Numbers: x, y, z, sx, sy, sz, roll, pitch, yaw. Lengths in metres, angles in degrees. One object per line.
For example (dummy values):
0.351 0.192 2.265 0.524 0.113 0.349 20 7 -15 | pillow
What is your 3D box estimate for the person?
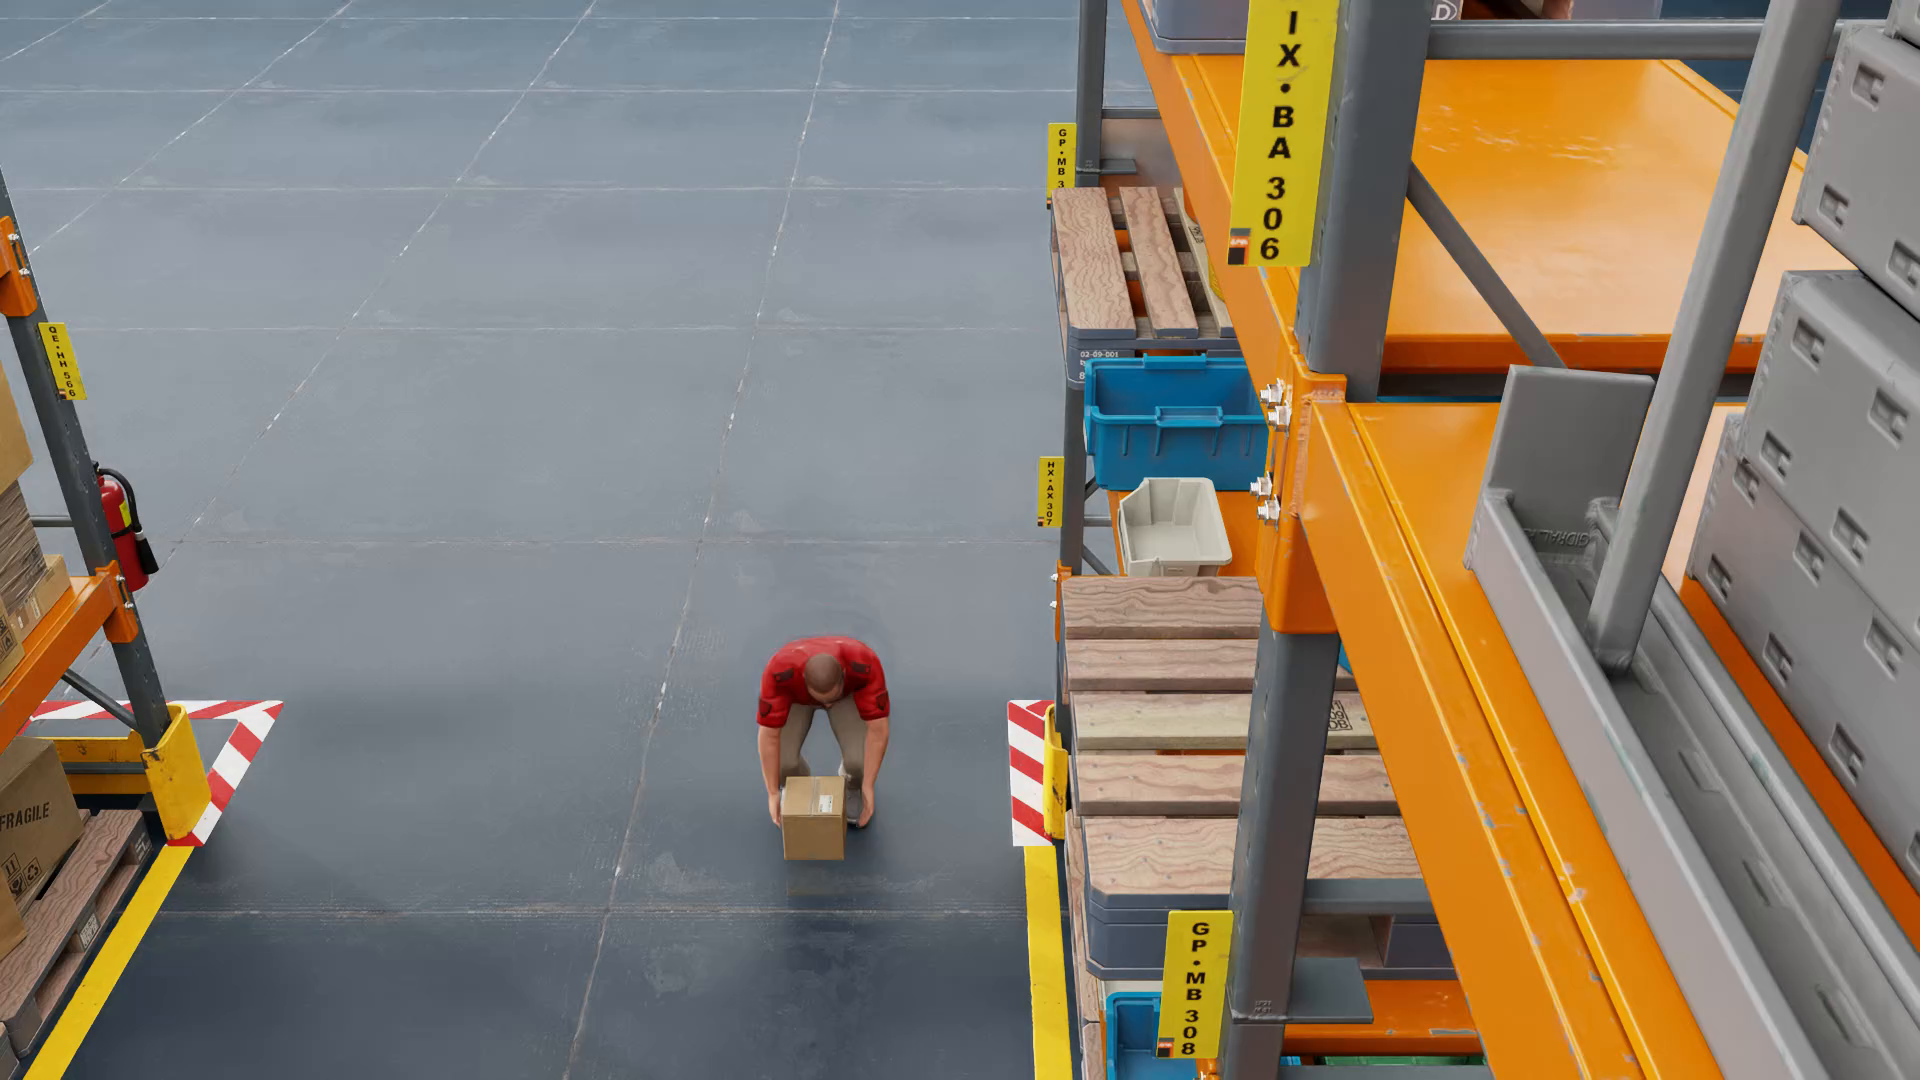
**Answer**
-0.602 0.868 7.268 0.564 0.971 0.877 0 31 0 | person
